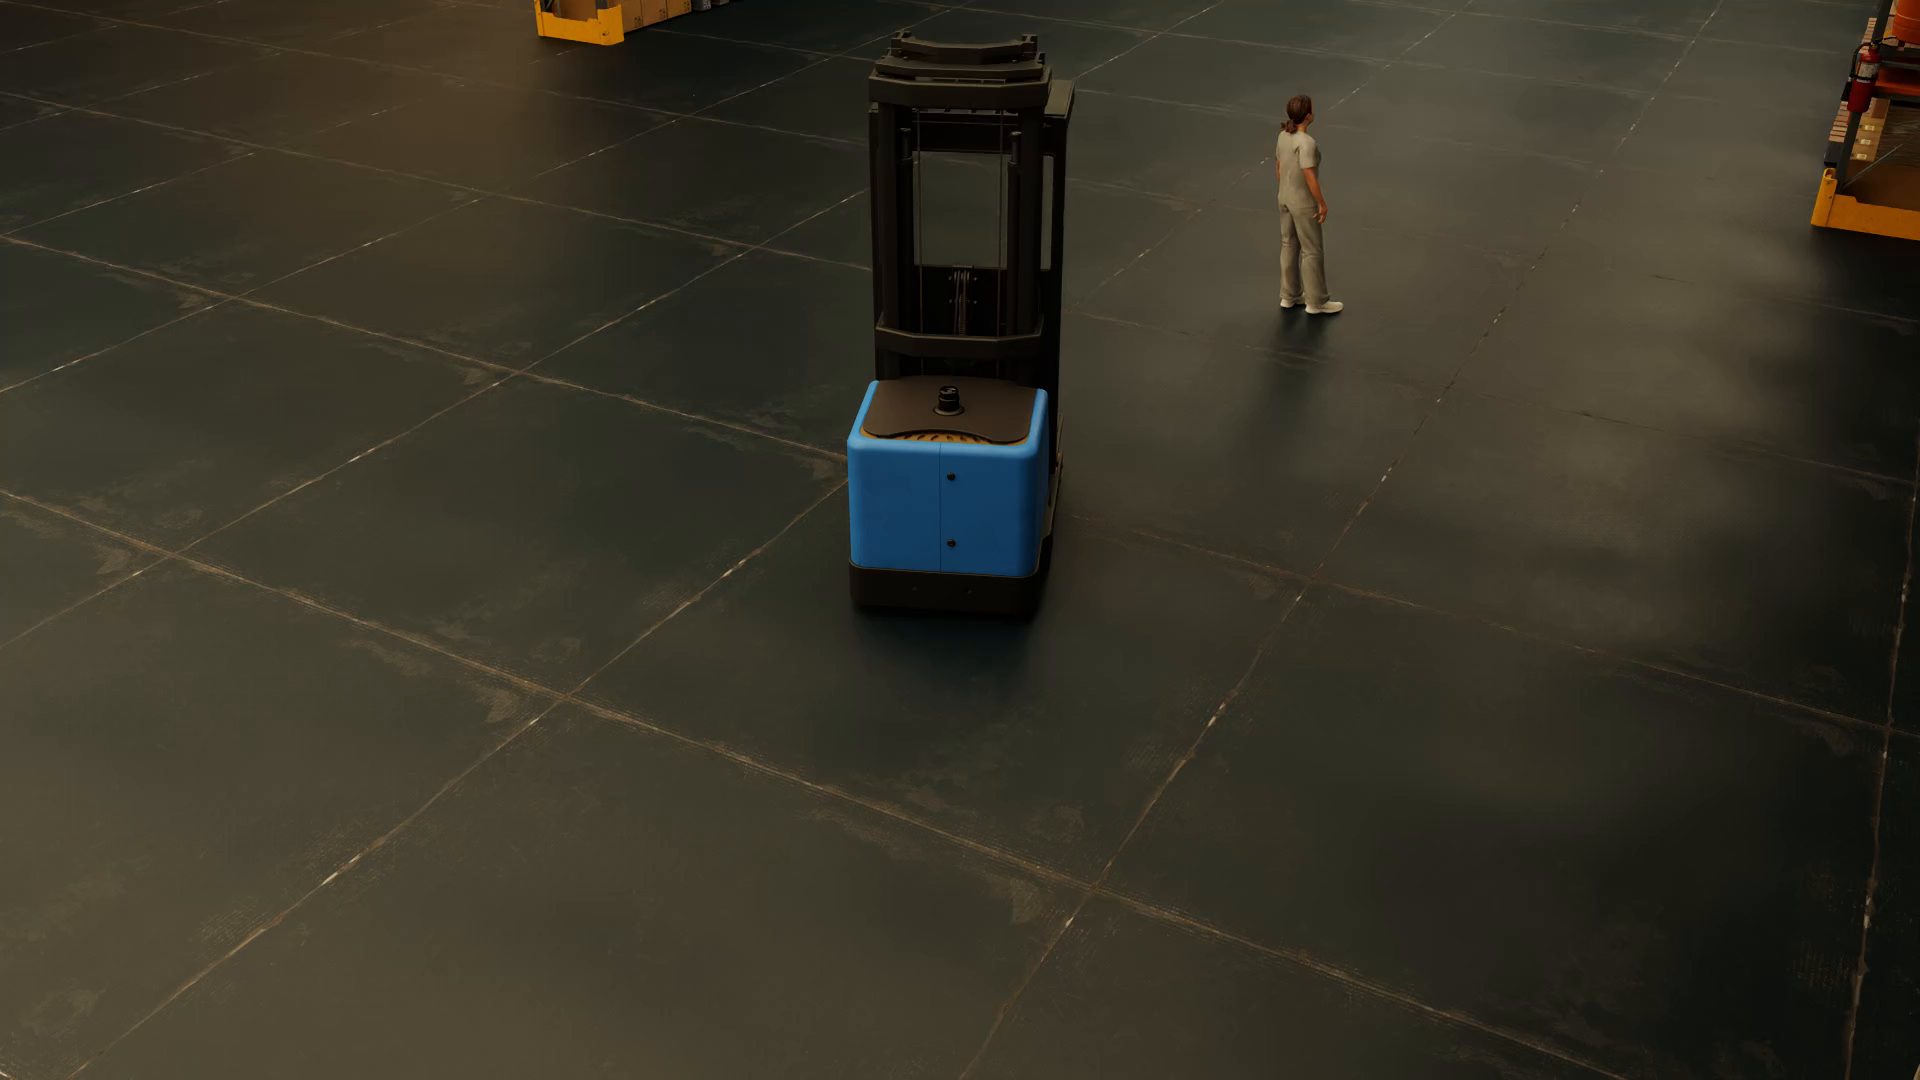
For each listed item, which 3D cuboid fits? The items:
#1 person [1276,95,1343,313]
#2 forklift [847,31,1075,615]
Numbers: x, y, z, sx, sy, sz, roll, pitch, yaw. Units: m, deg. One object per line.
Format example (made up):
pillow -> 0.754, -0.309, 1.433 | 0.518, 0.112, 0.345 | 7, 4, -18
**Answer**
person -> 2.675, -2.596, 12.809 | 0.549, 1.675, 0.549 | -13, 32, -21
forklift -> 0.072, -1.572, 9.794 | 1.130, 2.935, 3.031 | 3, 30, 6
